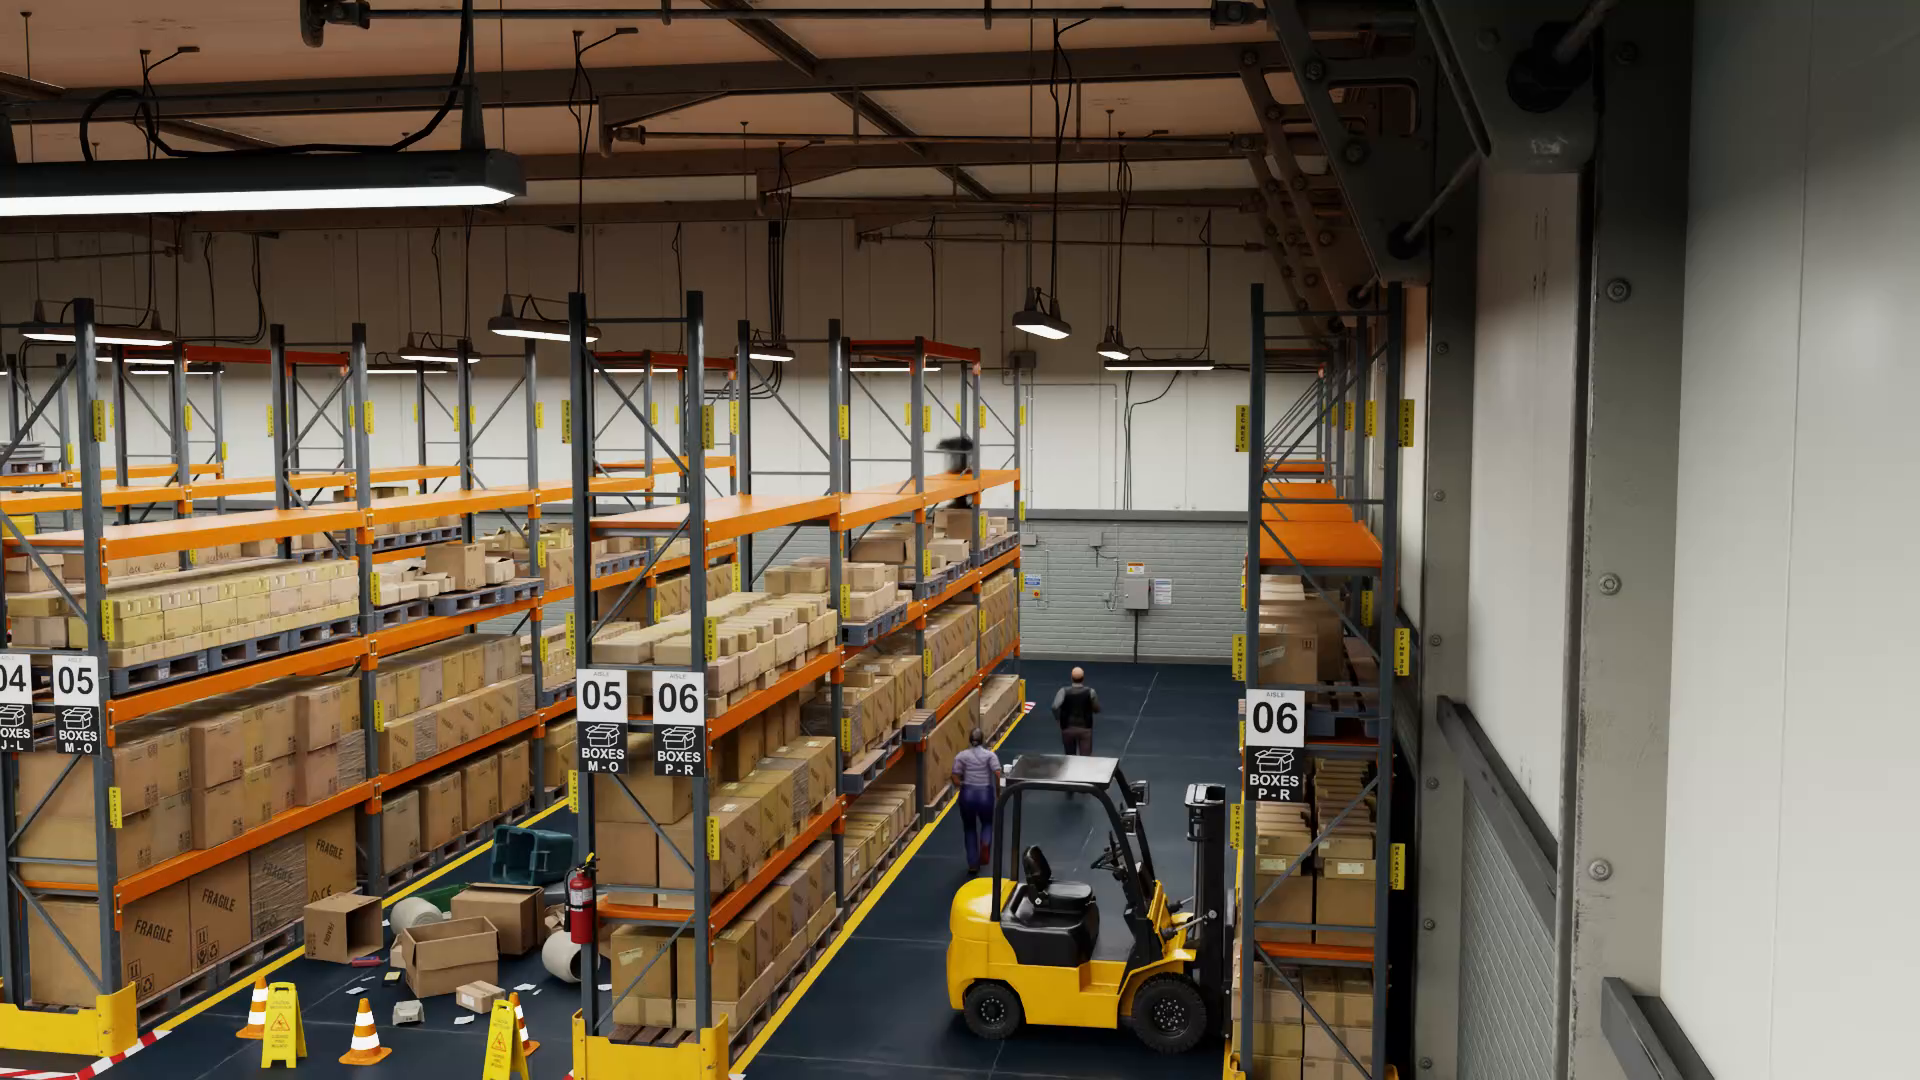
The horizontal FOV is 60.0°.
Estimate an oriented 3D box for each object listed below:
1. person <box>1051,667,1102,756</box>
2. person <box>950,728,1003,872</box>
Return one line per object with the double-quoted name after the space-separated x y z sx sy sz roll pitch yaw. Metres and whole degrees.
1.551 2.533 22.134 0.666 1.696 0.905 0 5 4 "person"
0.194 2.894 18.521 0.603 1.605 0.580 1 5 7 "person"
